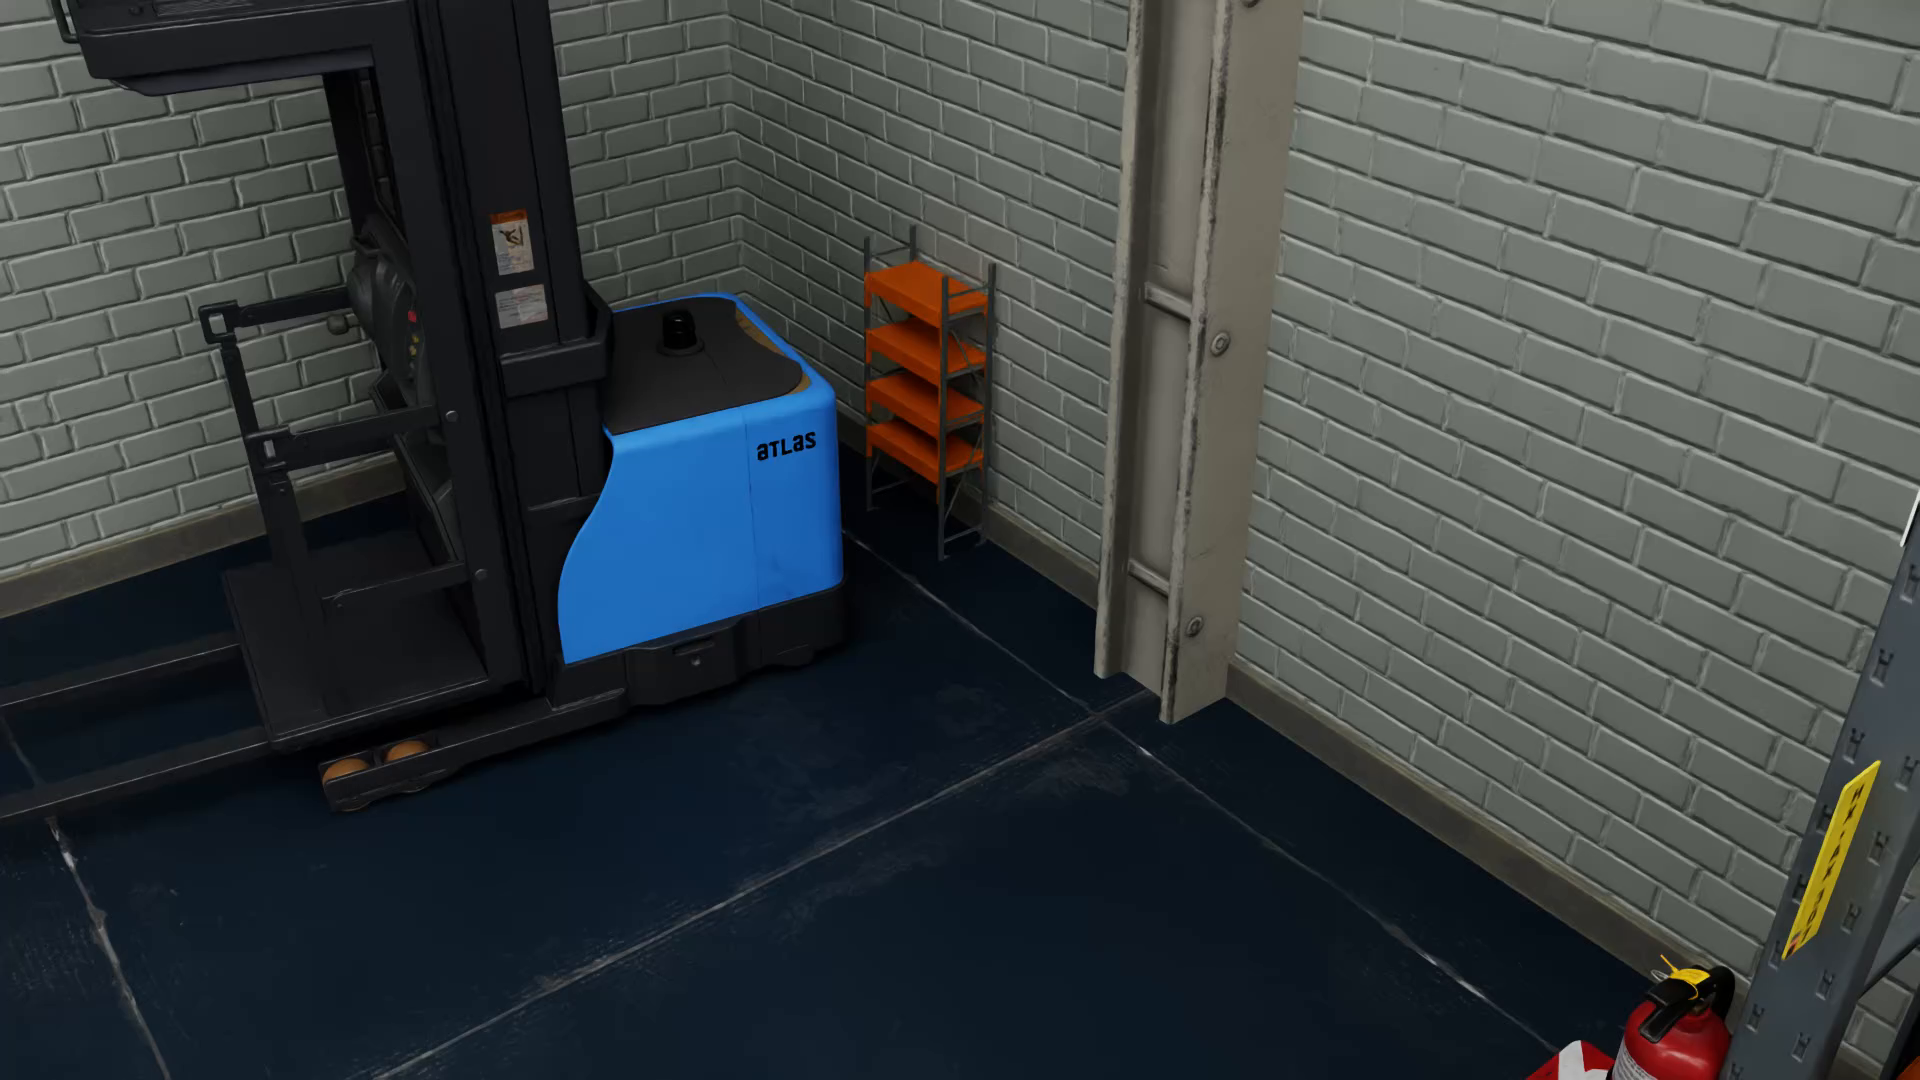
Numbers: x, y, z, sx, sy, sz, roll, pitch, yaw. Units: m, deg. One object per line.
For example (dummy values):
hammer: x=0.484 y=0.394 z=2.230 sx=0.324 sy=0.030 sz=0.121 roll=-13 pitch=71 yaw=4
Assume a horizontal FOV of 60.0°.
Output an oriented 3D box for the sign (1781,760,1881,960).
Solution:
sign: x=1.232 y=0.456 z=2.352 sx=0.100 sy=0.325 sz=0.005 roll=-22 pitch=38 yaw=-31

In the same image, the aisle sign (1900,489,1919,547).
aisle sign: x=1.387 y=-0.390 z=2.071 sx=0.394 sy=0.787 sz=0.004 roll=-22 pitch=38 yaw=-31

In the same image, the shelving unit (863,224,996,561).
shelving unit: x=-0.130 y=-0.569 z=6.523 sx=0.258 sy=1.200 sz=0.503 roll=-21 pitch=38 yaw=-33

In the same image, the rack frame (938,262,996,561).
rack frame: x=0.021 y=-0.468 z=6.360 sx=0.240 sy=1.200 sz=0.015 roll=-21 pitch=38 yaw=-33

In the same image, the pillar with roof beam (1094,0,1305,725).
pillar with roof beam: x=-2.681 y=-1.923 z=1.317 sx=9.100 sy=9.000 sz=0.400 roll=-22 pitch=38 yaw=-31

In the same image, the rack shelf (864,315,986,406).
rack shelf: x=-0.127 y=-0.703 z=6.442 sx=0.258 sy=0.148 sz=0.480 roll=-21 pitch=38 yaw=-33

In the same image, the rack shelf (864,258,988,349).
rack shelf: x=-0.122 y=-0.906 z=6.320 sx=0.258 sy=0.148 sz=0.480 roll=-21 pitch=38 yaw=-33

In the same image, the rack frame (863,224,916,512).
rack frame: x=-0.281 y=-0.670 z=6.685 sx=0.240 sy=1.200 sz=0.015 roll=-21 pitch=38 yaw=-33

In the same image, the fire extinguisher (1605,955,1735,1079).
fire extinguisher: x=1.205 y=0.927 z=2.840 sx=0.296 sy=0.674 sz=0.183 roll=-22 pitch=38 yaw=-31

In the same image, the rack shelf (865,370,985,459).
rack shelf: x=-0.131 y=-0.511 z=6.557 sx=0.258 sy=0.148 sz=0.480 roll=-21 pitch=38 yaw=-33

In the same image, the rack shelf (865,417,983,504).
rack shelf: x=-0.135 y=-0.341 z=6.659 sx=0.258 sy=0.148 sz=0.480 roll=-21 pitch=38 yaw=-33

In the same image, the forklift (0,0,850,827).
forklift: x=-1.946 y=-0.693 z=5.088 sx=3.031 sy=2.935 sz=1.130 roll=-16 pitch=35 yaw=-24
